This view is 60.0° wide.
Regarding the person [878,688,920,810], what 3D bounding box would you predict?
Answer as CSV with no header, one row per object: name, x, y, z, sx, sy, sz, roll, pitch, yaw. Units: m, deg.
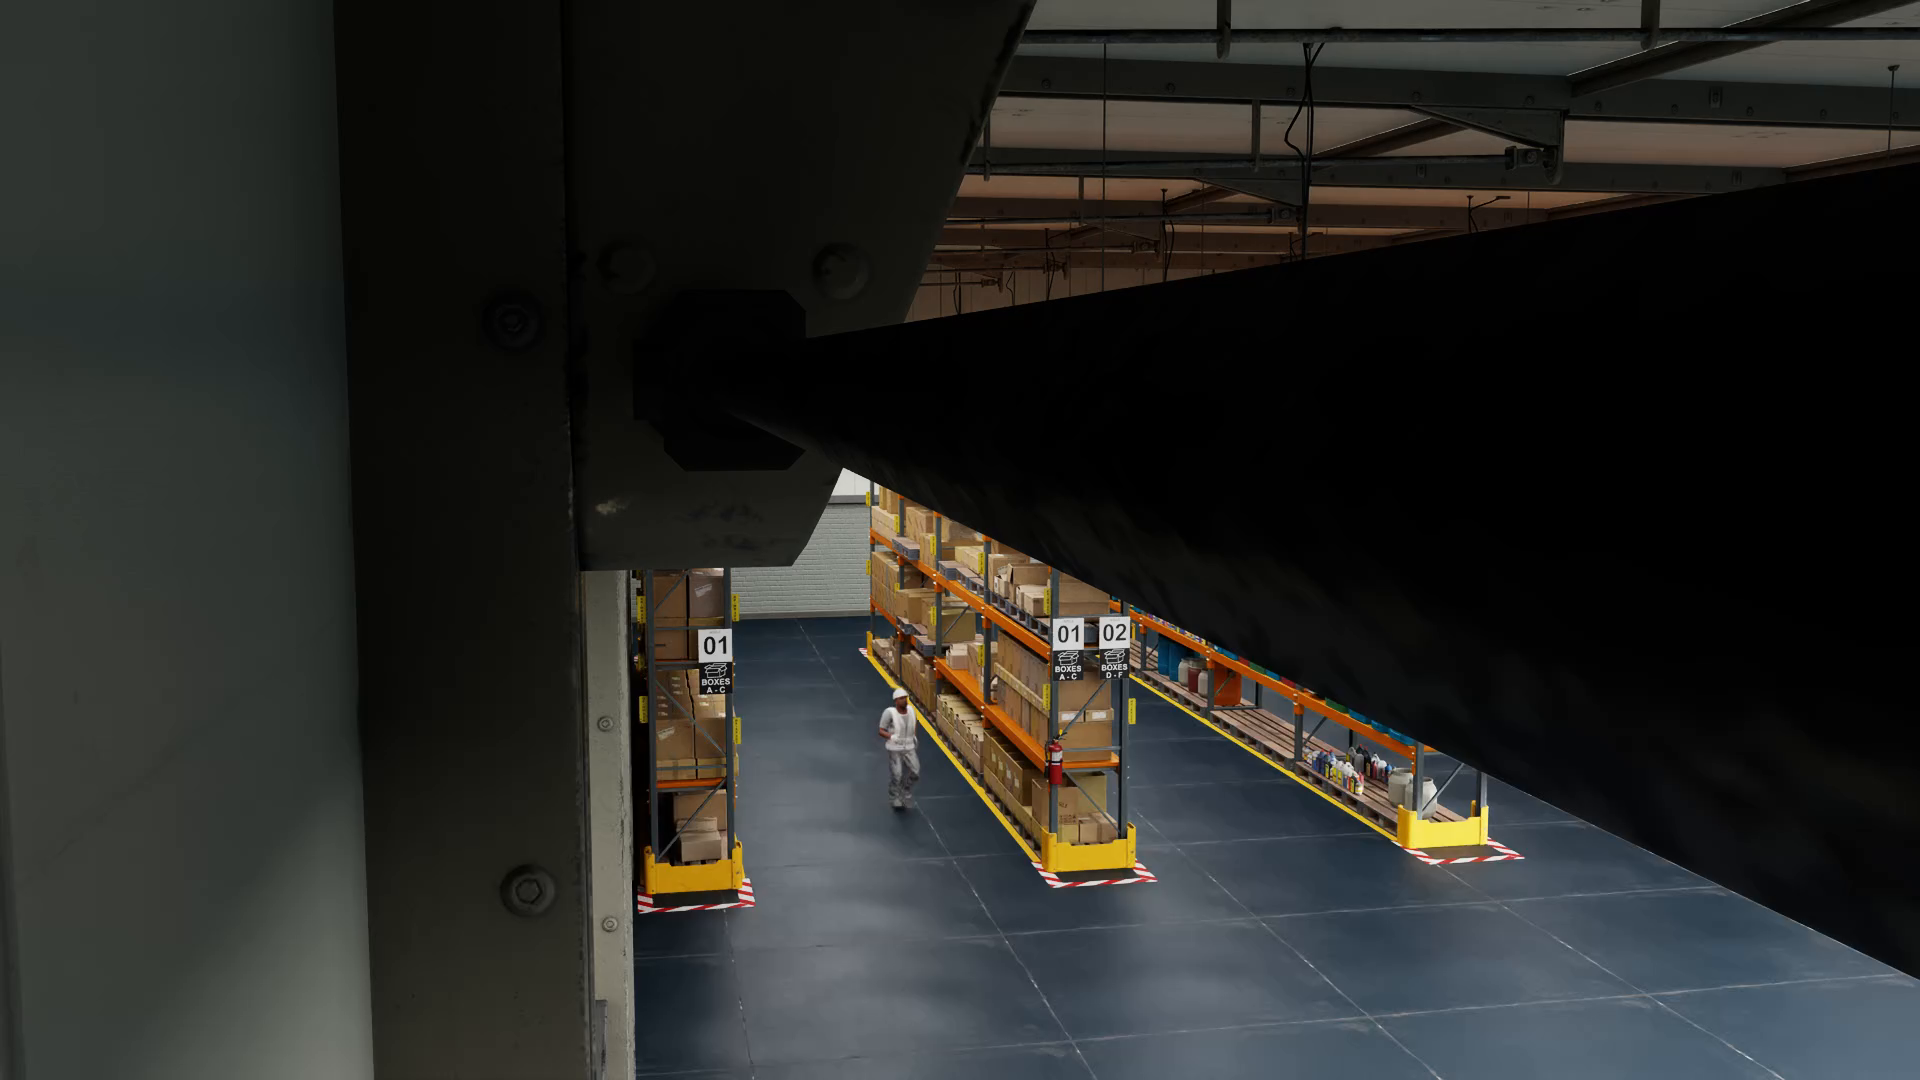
person,-0.825,2.990,23.643,0.682,1.770,0.651,-3,7,-27
